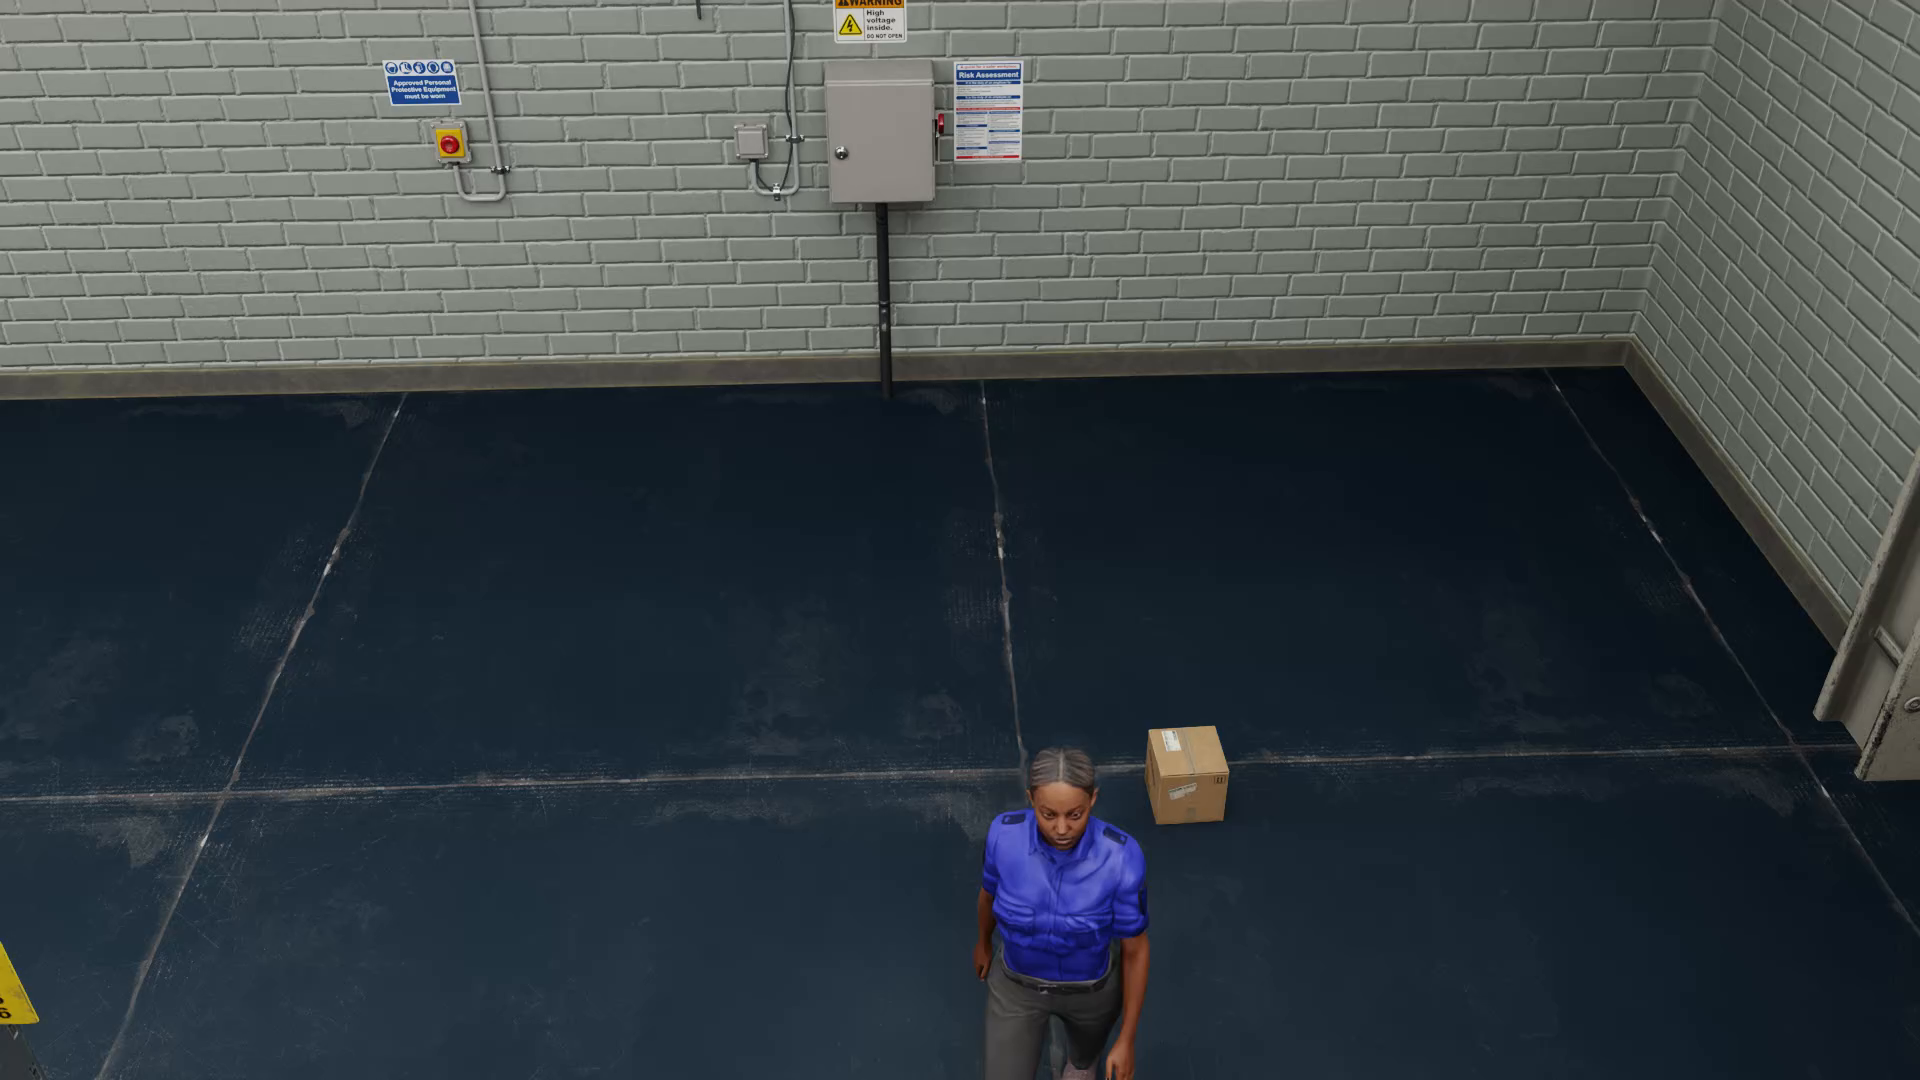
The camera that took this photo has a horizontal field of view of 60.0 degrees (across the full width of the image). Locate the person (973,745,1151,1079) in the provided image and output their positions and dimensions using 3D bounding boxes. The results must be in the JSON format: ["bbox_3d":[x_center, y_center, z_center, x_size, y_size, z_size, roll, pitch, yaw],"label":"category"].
[{"bbox_3d":[0.248,1.227,4.406,0.483,1.592,1.001,4,36,6],"label":"person"}]
